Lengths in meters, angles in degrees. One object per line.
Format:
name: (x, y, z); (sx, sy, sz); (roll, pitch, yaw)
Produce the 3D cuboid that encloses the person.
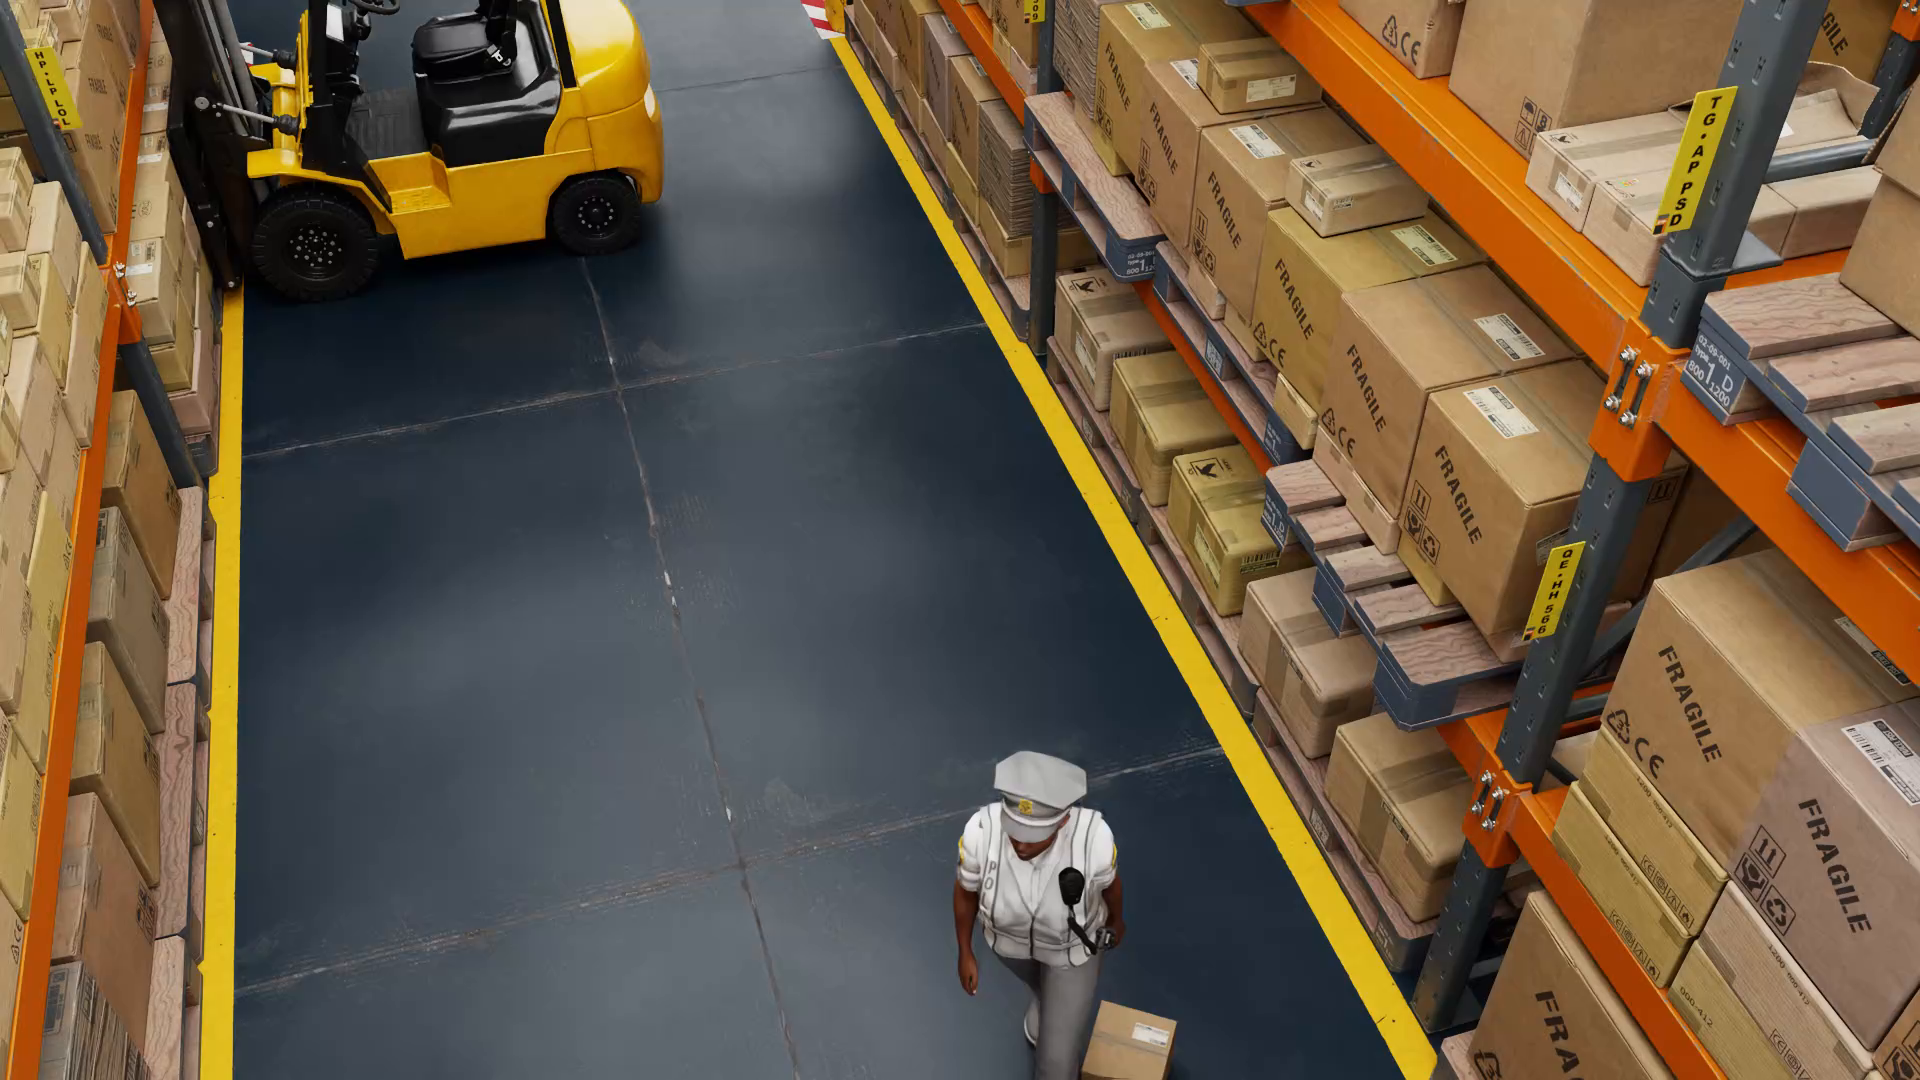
person: (0.216, 1.178, 4.859); (0.476, 1.652, 0.853); (12, 44, 13)
